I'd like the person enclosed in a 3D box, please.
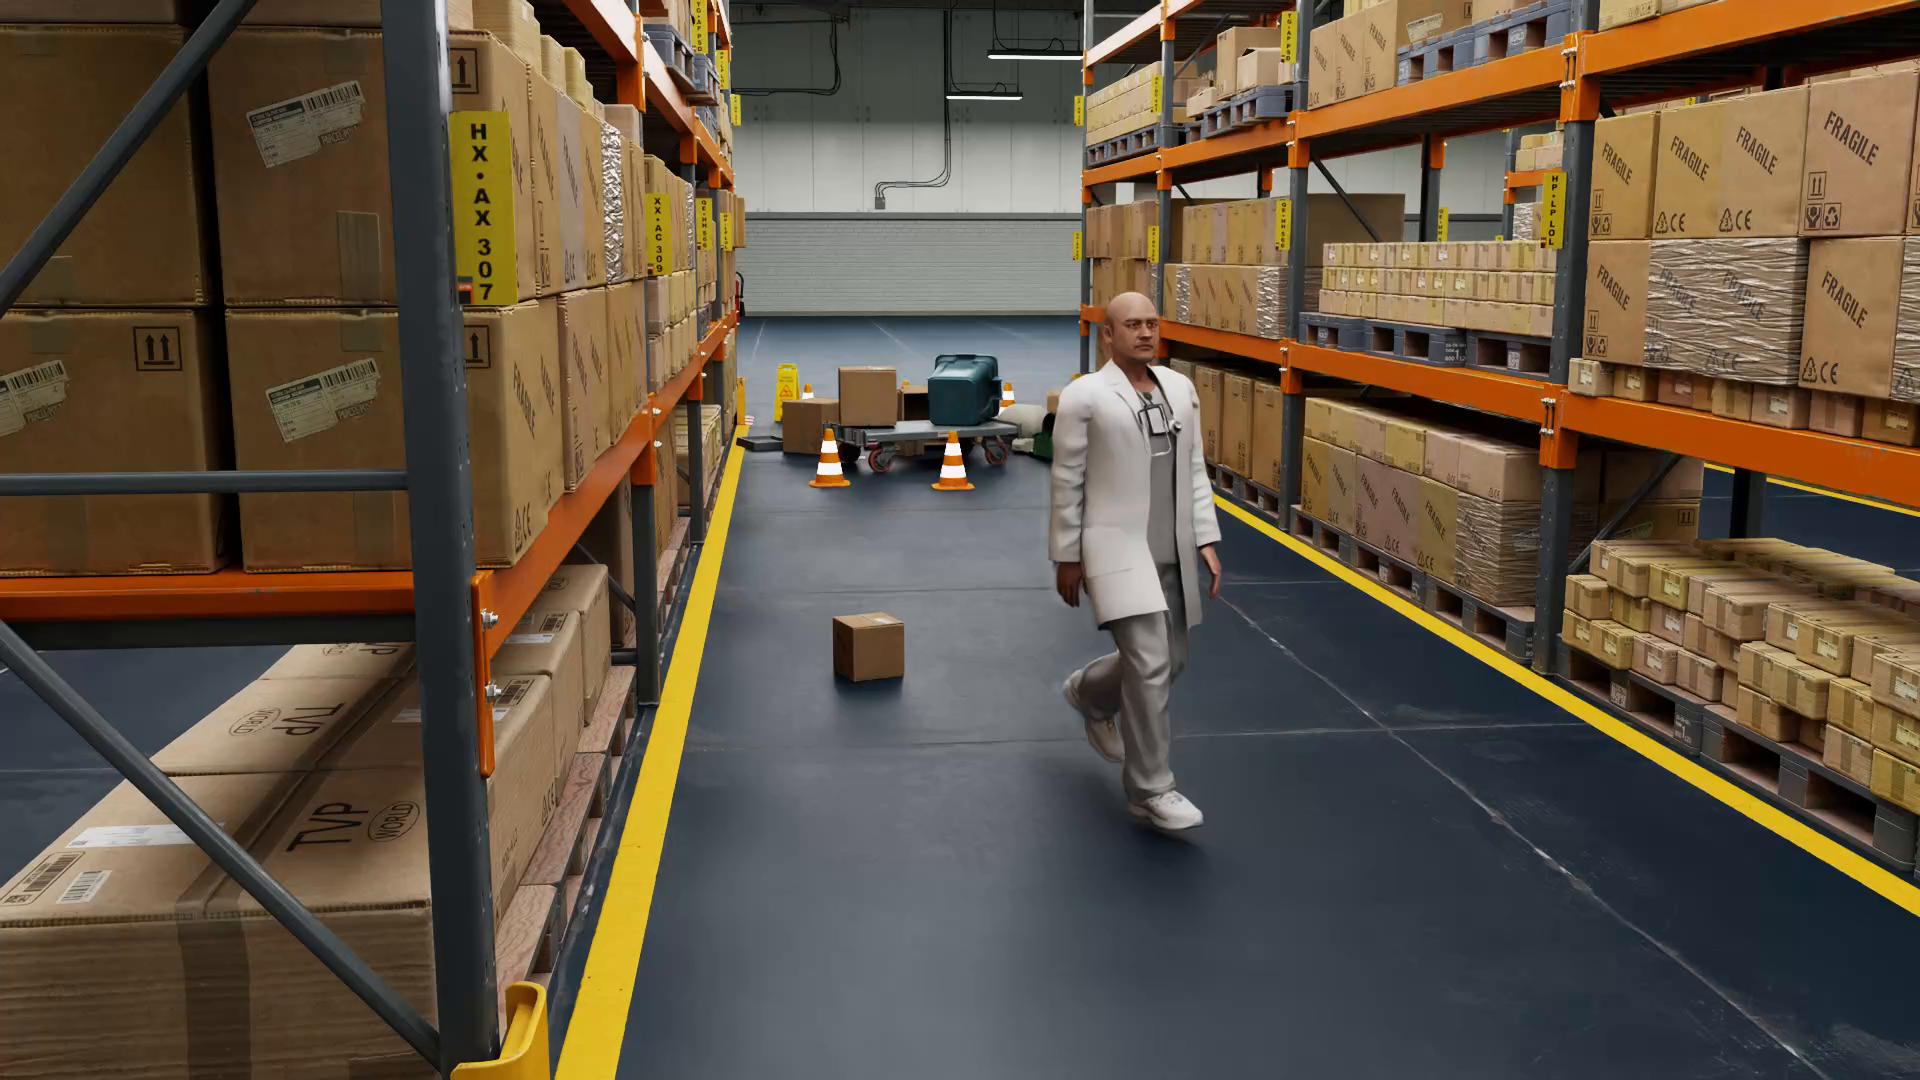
[{"bbox_3d":[0.590,0.034,5.670,0.574,1.741,0.963,-6,11,-30],"label":"person"}]
